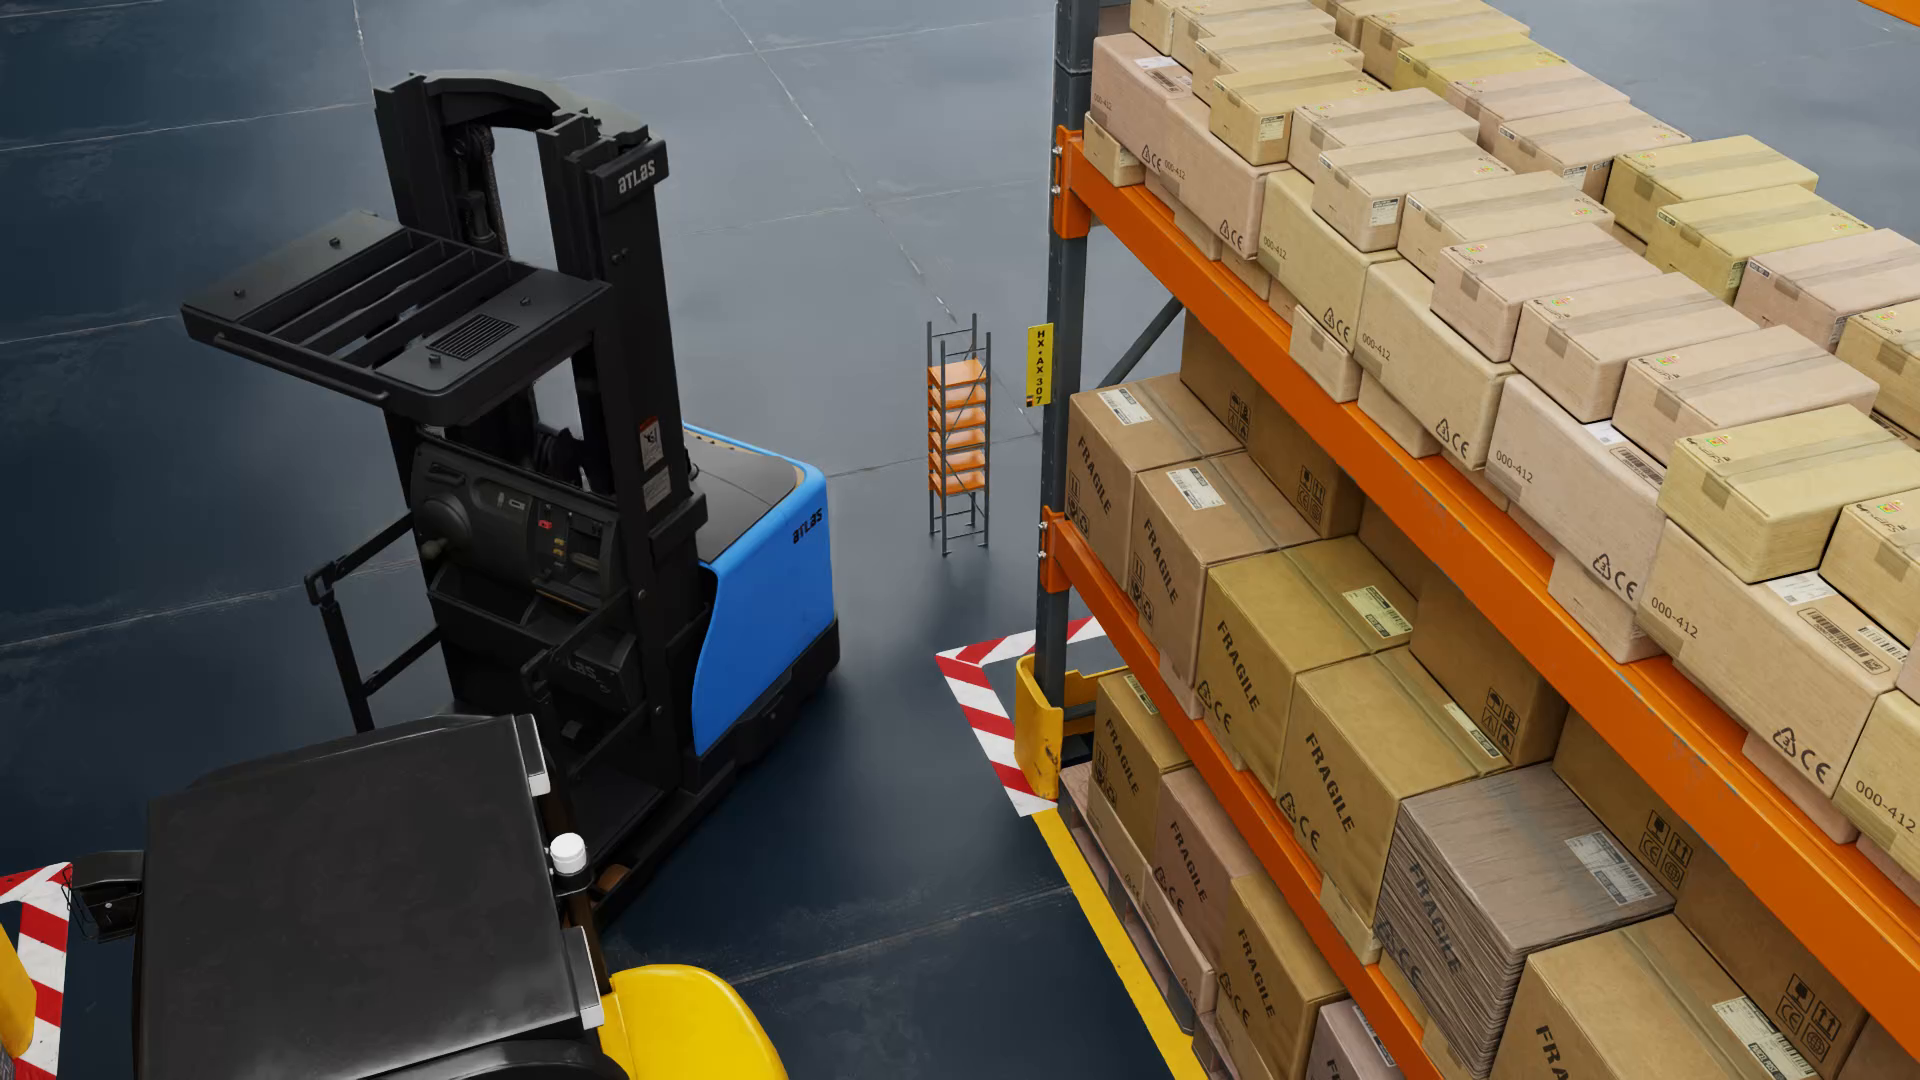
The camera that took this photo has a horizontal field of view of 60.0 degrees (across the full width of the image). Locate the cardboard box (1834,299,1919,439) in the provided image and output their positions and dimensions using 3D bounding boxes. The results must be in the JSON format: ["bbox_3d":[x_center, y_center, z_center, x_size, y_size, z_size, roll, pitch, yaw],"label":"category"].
[{"bbox_3d":[1.969,-0.358,3.284,0.380,0.149,0.250,-14,39,-17],"label":"cardboard box"}]

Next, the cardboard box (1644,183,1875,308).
[{"bbox_3d":[1.754,-0.643,3.664,0.380,0.149,0.250,-12,39,-15],"label":"cardboard box"}]

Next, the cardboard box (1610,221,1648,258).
[{"bbox_3d":[1.752,-0.542,3.861,0.500,0.250,0.500,-12,39,-16],"label":"cardboard box"}]

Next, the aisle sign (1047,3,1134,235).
[{"bbox_3d":[0.480,-1.389,5.440,0.394,0.787,0.004,-12,39,-16],"label":"aisle sign"}]

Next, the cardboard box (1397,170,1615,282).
[{"bbox_3d":[1.217,-0.687,3.722,0.380,0.149,0.250,-12,39,-15],"label":"cardboard box"}]

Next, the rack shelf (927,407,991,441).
[{"bbox_3d":[-0.005,-0.548,7.854,0.258,0.103,0.180,-12,39,-16],"label":"rack shelf"}]

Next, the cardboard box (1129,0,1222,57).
[{"bbox_3d":[0.723,-1.553,4.872,0.380,0.149,0.250,-13,39,-16],"label":"cardboard box"}]

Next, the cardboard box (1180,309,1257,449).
[{"bbox_3d":[1.173,-0.695,5.518,0.700,0.500,0.500,-13,39,-17],"label":"cardboard box"}]

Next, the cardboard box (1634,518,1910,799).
[{"bbox_3d":[1.589,0.144,2.950,0.500,0.250,0.500,-13,39,-17],"label":"cardboard box"}]

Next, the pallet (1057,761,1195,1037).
[{"bbox_3d":[1.065,1.243,6.424,1.003,0.211,1.213,-12,39,-16],"label":"pallet"}]

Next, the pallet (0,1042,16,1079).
[{"bbox_3d":[-3.564,2.187,5.171,1.003,0.211,1.213,-12,39,-16],"label":"pallet"}]

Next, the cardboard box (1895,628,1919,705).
[{"bbox_3d":[1.693,0.199,2.546,0.380,0.149,0.250,-13,39,-17],"label":"cardboard box"}]

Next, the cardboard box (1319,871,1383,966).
[{"bbox_3d":[1.237,1.000,4.638,0.380,0.149,0.250,-12,39,-16],"label":"cardboard box"}]

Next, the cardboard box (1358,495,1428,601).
[{"bbox_3d":[1.612,-0.140,4.782,0.700,0.500,0.500,-13,39,-16],"label":"cardboard box"}]

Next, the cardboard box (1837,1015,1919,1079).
[{"bbox_3d":[2.221,1.028,3.230,0.700,0.500,0.500,-13,39,-16],"label":"cardboard box"}]

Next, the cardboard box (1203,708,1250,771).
[{"bbox_3d":[0.995,0.554,5.231,0.380,0.149,0.250,-11,38,-15],"label":"cardboard box"}]

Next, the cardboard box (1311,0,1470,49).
[{"bbox_3d":[1.239,-1.513,4.818,0.380,0.149,0.250,-12,39,-15],"label":"cardboard box"}]

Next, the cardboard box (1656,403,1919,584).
[{"bbox_3d":[1.475,-0.086,2.924,0.380,0.149,0.250,-11,38,-15],"label":"cardboard box"}]

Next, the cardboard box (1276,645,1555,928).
[{"bbox_3d":[1.235,0.652,4.562,0.500,0.500,0.500,-13,39,-17],"label":"cardboard box"}]

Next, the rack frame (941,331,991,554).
[{"bbox_3d":[0.026,-0.436,7.831,0.240,1.200,0.006,-12,39,-16],"label":"rack frame"}]

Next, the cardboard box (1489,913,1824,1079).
[{"bbox_3d":[1.599,1.232,3.791,0.500,0.500,0.500,-11,38,-14],"label":"cardboard box"}]

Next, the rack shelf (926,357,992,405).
[{"bbox_3d":[-0.005,-0.739,7.710,0.258,0.103,0.180,-12,39,-16],"label":"rack shelf"}]

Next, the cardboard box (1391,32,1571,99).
[{"bbox_3d":[1.382,-1.218,4.427,0.380,0.149,0.250,-12,39,-16],"label":"cardboard box"}]

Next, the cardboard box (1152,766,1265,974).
[{"bbox_3d":[1.003,1.072,5.647,0.500,0.500,0.500,-14,39,-18],"label":"cardboard box"}]

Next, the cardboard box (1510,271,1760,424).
[{"bbox_3d":[1.345,-0.389,3.327,0.380,0.149,0.250,-12,39,-15],"label":"cardboard box"}]

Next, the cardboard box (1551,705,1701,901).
[{"bbox_3d":[1.918,0.446,4.004,0.700,0.500,0.500,-13,39,-17],"label":"cardboard box"}]

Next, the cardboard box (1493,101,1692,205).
[{"bbox_3d":[1.525,-0.925,4.038,0.380,0.149,0.250,-14,39,-17],"label":"cardboard box"}]

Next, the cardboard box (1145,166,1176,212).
[{"bbox_3d":[0.776,-1.093,4.924,0.380,0.149,0.250,-14,39,-17],"label":"cardboard box"}]

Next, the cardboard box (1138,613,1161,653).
[{"bbox_3d":[0.830,0.262,5.618,0.380,0.149,0.250,-14,39,-17],"label":"cardboard box"}]

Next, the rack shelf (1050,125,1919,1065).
[{"bbox_3d":[1.481,-0.161,4.075,1.077,0.370,4.000,-12,39,-16],"label":"rack shelf"}]

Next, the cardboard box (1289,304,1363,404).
[{"bbox_3d":[1.050,-0.494,4.128,0.380,0.149,0.250,-12,39,-15],"label":"cardboard box"}]

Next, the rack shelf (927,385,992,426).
[{"bbox_3d":[-0.005,-0.644,7.782,0.258,0.103,0.180,-12,39,-16],"label":"rack shelf"}]

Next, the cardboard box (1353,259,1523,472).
[{"bbox_3d":[1.238,-0.431,3.713,0.500,0.250,0.500,-12,39,-15],"label":"cardboard box"}]

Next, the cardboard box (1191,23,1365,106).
[{"bbox_3d":[0.853,-1.260,4.483,0.380,0.149,0.250,-12,39,-16],"label":"cardboard box"}]

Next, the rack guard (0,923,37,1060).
[{"bbox_3d":[-3.875,1.635,5.664,1.175,0.500,0.348,-12,39,-16],"label":"rack guard"}]

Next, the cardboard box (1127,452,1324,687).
[{"bbox_3d":[0.876,0.078,5.322,0.500,0.500,0.500,-11,38,-15],"label":"cardboard box"}]

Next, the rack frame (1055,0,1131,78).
[{"bbox_3d":[0.792,-2.776,4.456,1.000,3.000,0.127,-12,39,-16],"label":"rack frame"}]

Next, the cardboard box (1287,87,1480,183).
[{"bbox_3d":[1.044,-0.983,4.115,0.380,0.149,0.250,-13,39,-16],"label":"cardboard box"}]

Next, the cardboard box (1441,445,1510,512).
[{"bbox_3d":[1.331,-0.226,3.773,0.380,0.149,0.250,-13,39,-16],"label":"cardboard box"}]

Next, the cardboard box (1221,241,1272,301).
[{"bbox_3d":[0.943,-0.802,4.537,0.380,0.149,0.250,-13,39,-16],"label":"cardboard box"}]

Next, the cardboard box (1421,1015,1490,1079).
[{"bbox_3d":[1.419,1.288,4.255,0.380,0.149,0.250,-13,39,-17],"label":"cardboard box"}]

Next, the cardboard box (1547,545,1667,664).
[{"bbox_3d":[1.433,0.083,3.363,0.380,0.149,0.250,-11,38,-15],"label":"cardboard box"}]

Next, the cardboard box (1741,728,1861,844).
[{"bbox_3d":[1.659,0.367,2.986,0.380,0.149,0.250,-12,39,-15],"label":"cardboard box"}]

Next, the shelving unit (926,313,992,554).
[{"bbox_3d":[-0.005,-0.487,7.900,0.258,1.200,0.189,-12,39,-16],"label":"shelving unit"}]

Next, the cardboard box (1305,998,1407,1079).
[{"bbox_3d":[1.360,1.657,4.870,0.500,0.500,0.500,-10,38,-14],"label":"cardboard box"}]

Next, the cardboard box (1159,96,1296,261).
[{"bbox_3d":[0.879,-1.011,4.484,0.500,0.250,0.500,-13,39,-17],"label":"cardboard box"}]

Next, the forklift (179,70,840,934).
[{"bbox_3d":[-1.701,0.023,5.783,1.130,2.935,3.031,19,41,23],"label":"forklift"}]

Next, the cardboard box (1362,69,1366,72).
[{"bbox_3d":[1.221,-1.404,5.005,0.500,0.250,0.500,-13,39,-17],"label":"cardboard box"}]

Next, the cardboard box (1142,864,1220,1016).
[{"bbox_3d":[0.979,1.354,5.896,0.500,0.250,0.500,-11,38,-14],"label":"cardboard box"}]
